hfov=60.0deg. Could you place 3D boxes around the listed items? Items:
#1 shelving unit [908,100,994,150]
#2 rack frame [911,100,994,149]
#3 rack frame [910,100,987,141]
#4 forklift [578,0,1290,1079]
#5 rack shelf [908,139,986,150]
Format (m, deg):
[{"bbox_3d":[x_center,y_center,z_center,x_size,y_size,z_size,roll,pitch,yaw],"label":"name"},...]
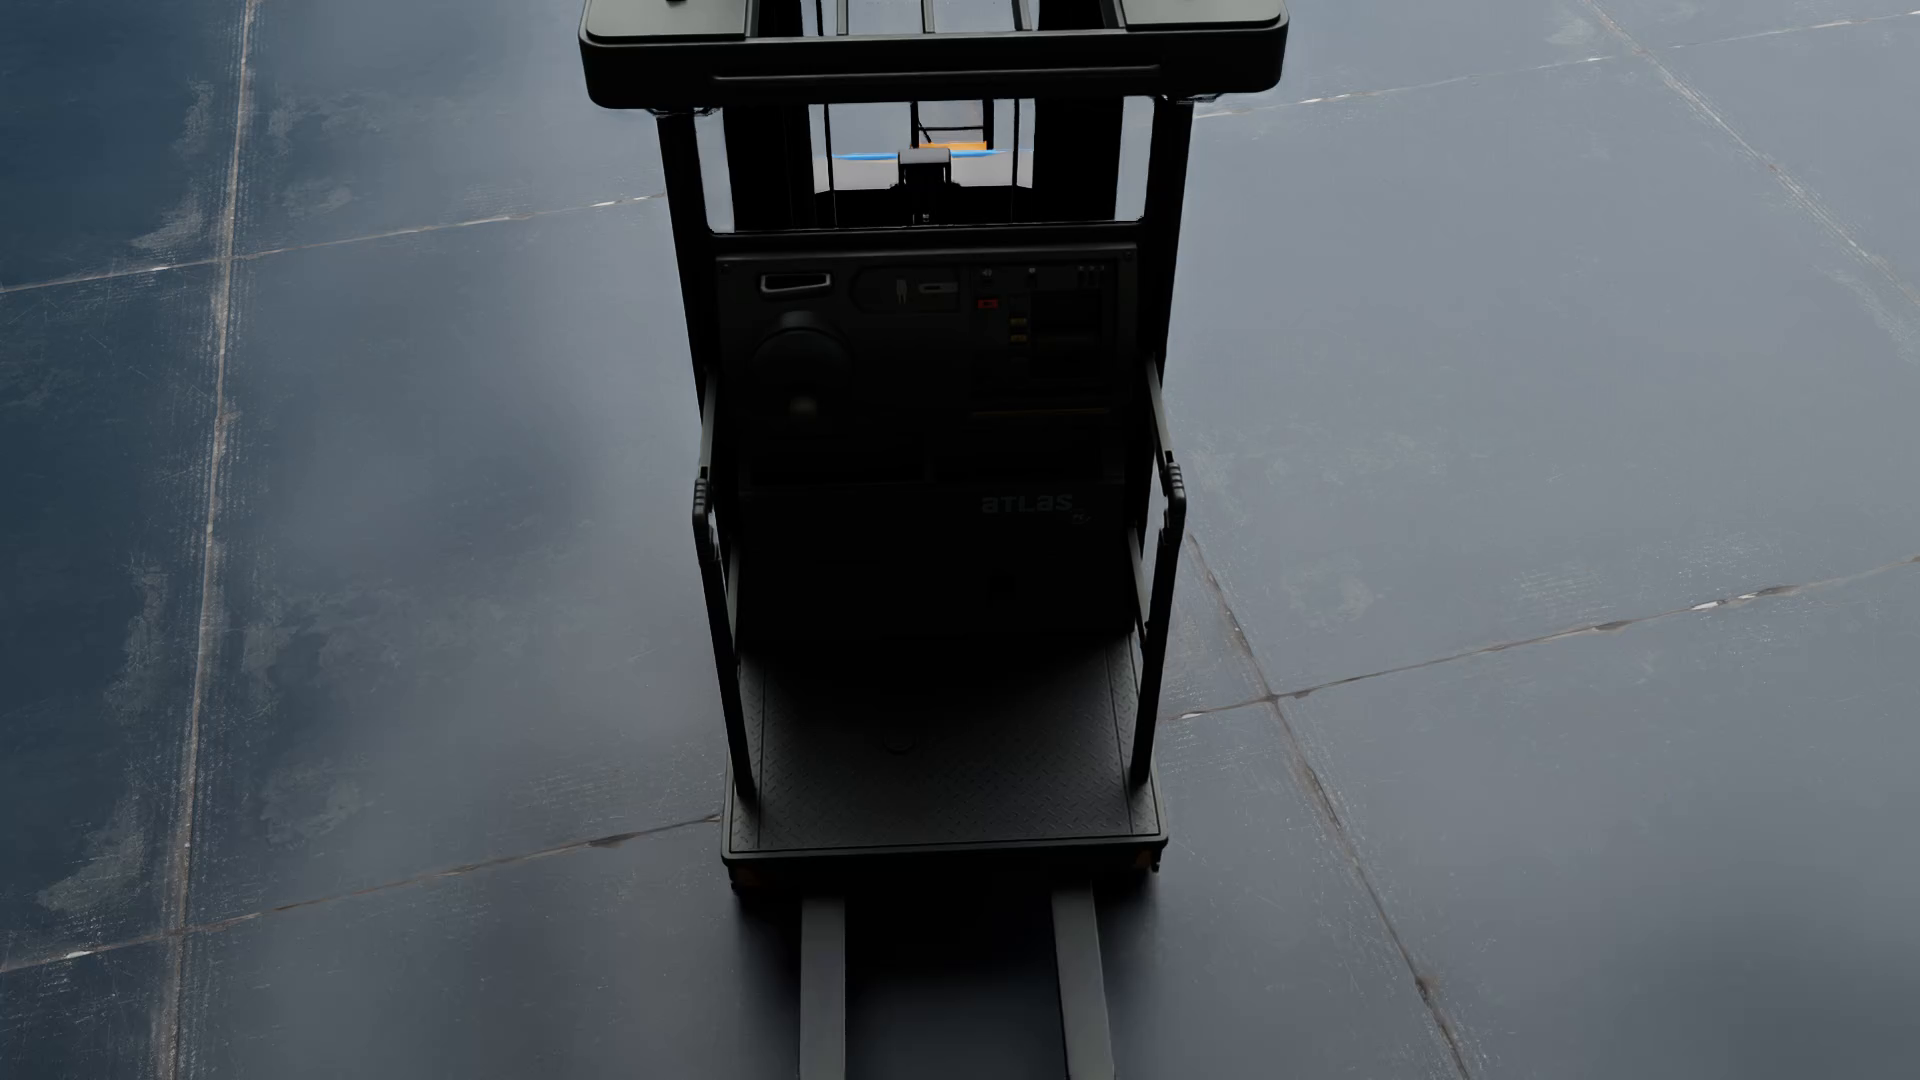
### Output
[{"bbox_3d":[-0.026,-0.914,5.306,0.258,1.200,0.189,-2,46,-2],"label":"shelving unit"},{"bbox_3d":[-0.022,-0.849,5.242,0.240,1.200,0.006,-2,46,-2],"label":"rack frame"},{"bbox_3d":[-0.031,-0.979,5.369,0.240,1.200,0.006,-2,46,-2],"label":"rack frame"},{"bbox_3d":[-0.057,-0.366,3.556,1.130,2.935,3.031,-2,46,-2],"label":"forklift"},{"bbox_3d":[-0.026,-1.135,5.080,0.258,0.103,0.180,-2,46,-2],"label":"rack shelf"}]
